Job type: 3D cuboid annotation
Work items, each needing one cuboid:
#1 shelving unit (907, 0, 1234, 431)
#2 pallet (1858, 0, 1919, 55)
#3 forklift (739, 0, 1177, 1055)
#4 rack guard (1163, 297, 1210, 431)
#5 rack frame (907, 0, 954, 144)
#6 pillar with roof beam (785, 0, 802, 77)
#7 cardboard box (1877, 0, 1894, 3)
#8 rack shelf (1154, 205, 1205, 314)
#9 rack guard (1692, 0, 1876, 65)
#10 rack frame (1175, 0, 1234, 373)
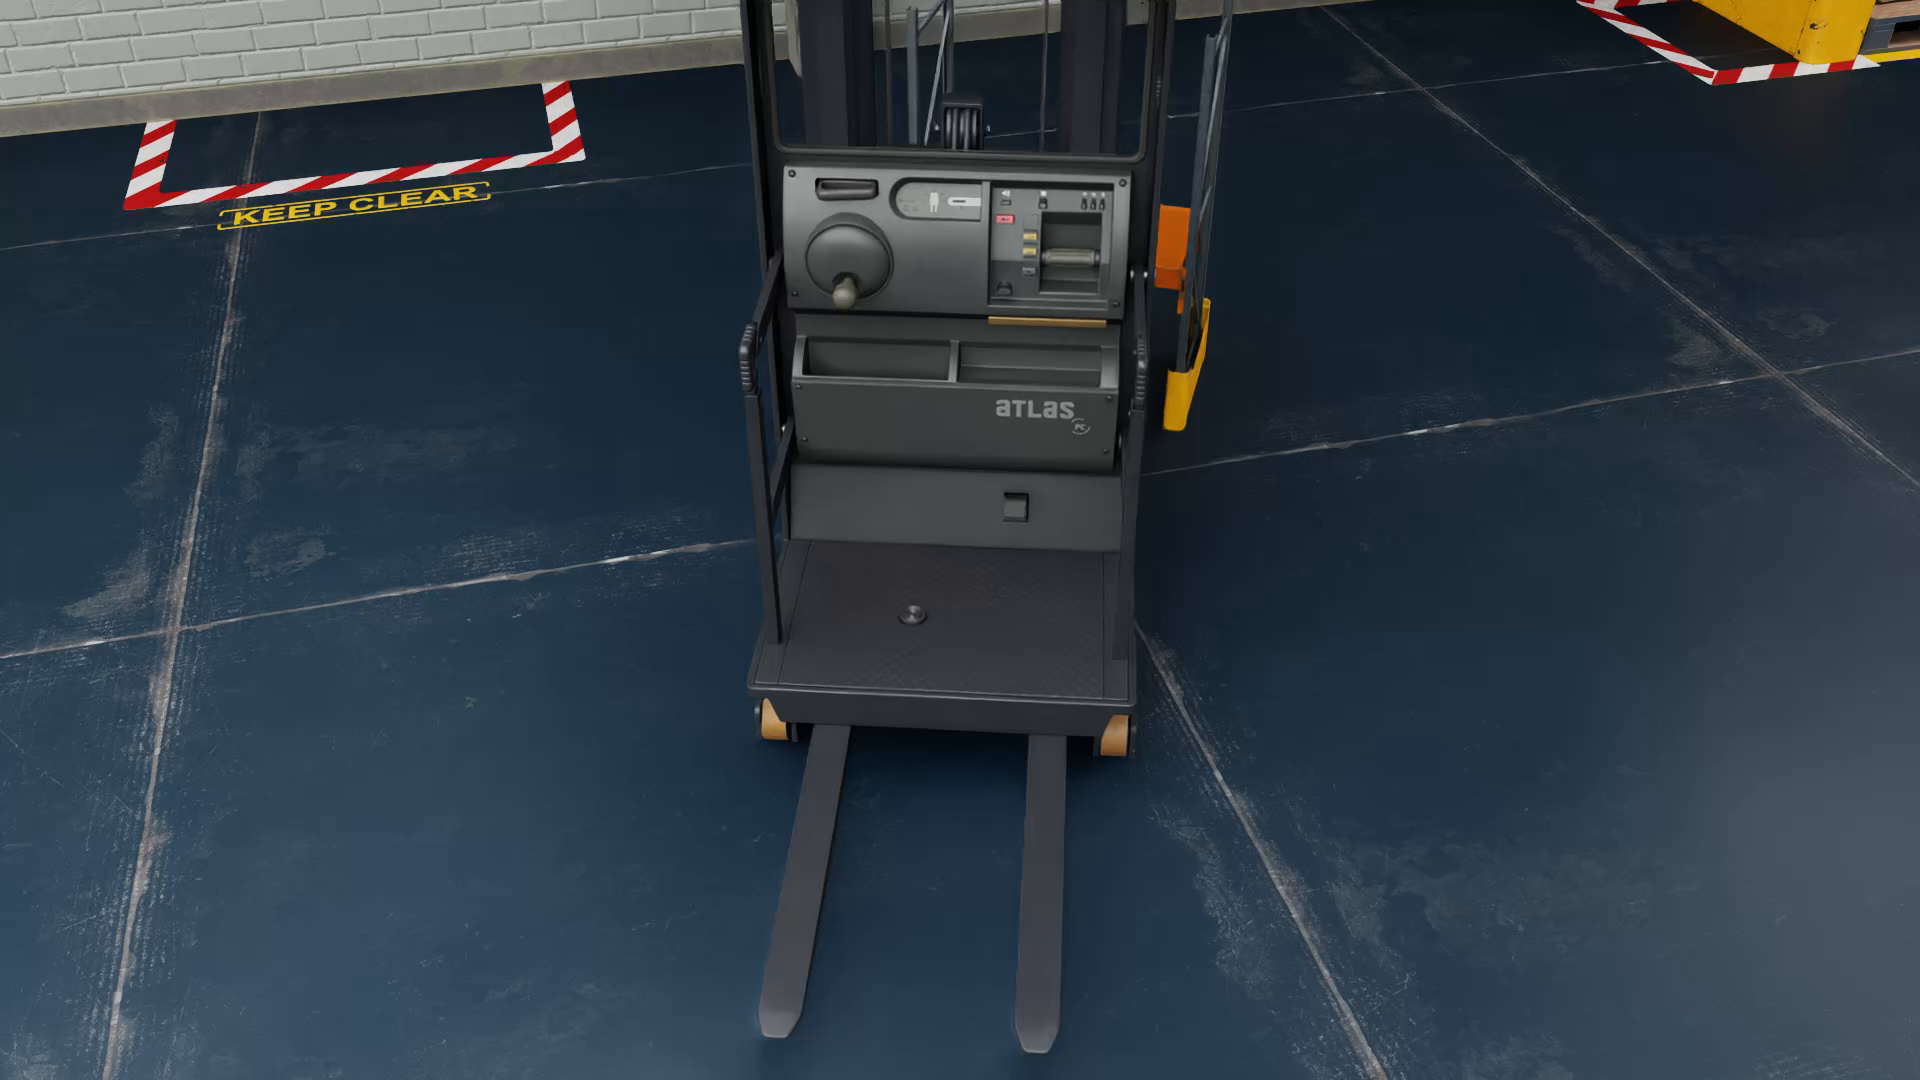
[{"bbox_3d":[0.398,-1.263,6.167,1.083,1.500,0.587,9,38,12],"label":"shelving unit"},{"bbox_3d":[5.484,-3.177,9.729,1.213,0.211,1.003,-9,38,-12],"label":"pallet"},{"bbox_3d":[-0.024,-0.735,4.298,1.130,2.935,3.031,2,37,3],"label":"forklift"},{"bbox_3d":[0.880,-0.689,6.445,0.087,0.250,0.587,9,38,12],"label":"rack guard"},{"bbox_3d":[-0.102,-1.343,6.272,0.032,1.500,0.500,9,38,12],"label":"rack frame"},{"bbox_3d":[0.398,-3.690,3.167,0.400,9.000,9.100,-9,38,-12],"label":"pillar with roof beam"},{"bbox_3d":[5.309,-3.328,9.482,0.500,0.311,0.500,-14,39,-17],"label":"cardboard box"},{"bbox_3d":[0.390,-1.121,6.278,1.000,0.185,0.538,9,38,12],"label":"rack shelf"},{"bbox_3d":[4.691,-3.184,9.500,0.348,0.500,1.175,-9,38,-12],"label":"rack guard"},{"bbox_3d":[0.881,-1.185,6.065,0.032,1.500,0.500,9,38,12],"label":"rack frame"}]
